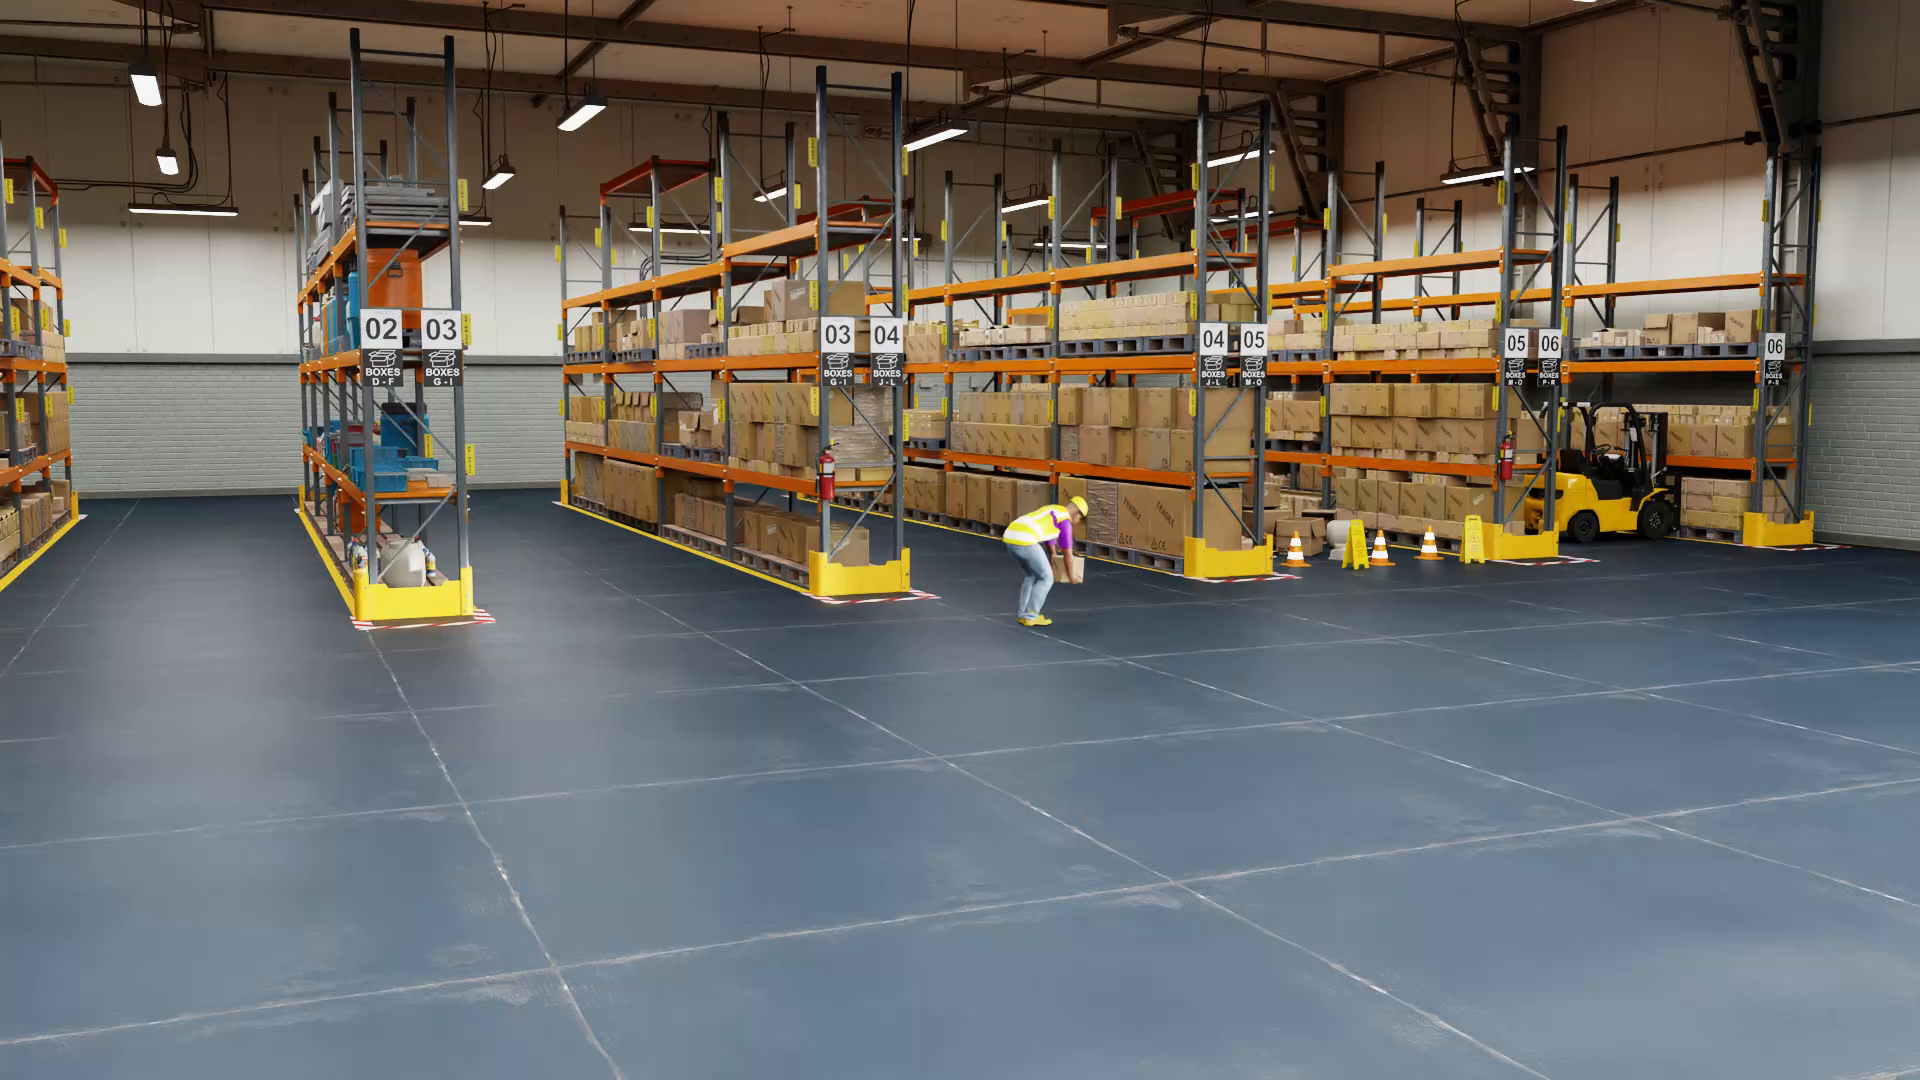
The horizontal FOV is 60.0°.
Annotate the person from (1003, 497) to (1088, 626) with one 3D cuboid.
[{"bbox_3d":[0.895,0.206,17.010,0.932,1.283,0.494,-3,6,-26],"label":"person"}]
